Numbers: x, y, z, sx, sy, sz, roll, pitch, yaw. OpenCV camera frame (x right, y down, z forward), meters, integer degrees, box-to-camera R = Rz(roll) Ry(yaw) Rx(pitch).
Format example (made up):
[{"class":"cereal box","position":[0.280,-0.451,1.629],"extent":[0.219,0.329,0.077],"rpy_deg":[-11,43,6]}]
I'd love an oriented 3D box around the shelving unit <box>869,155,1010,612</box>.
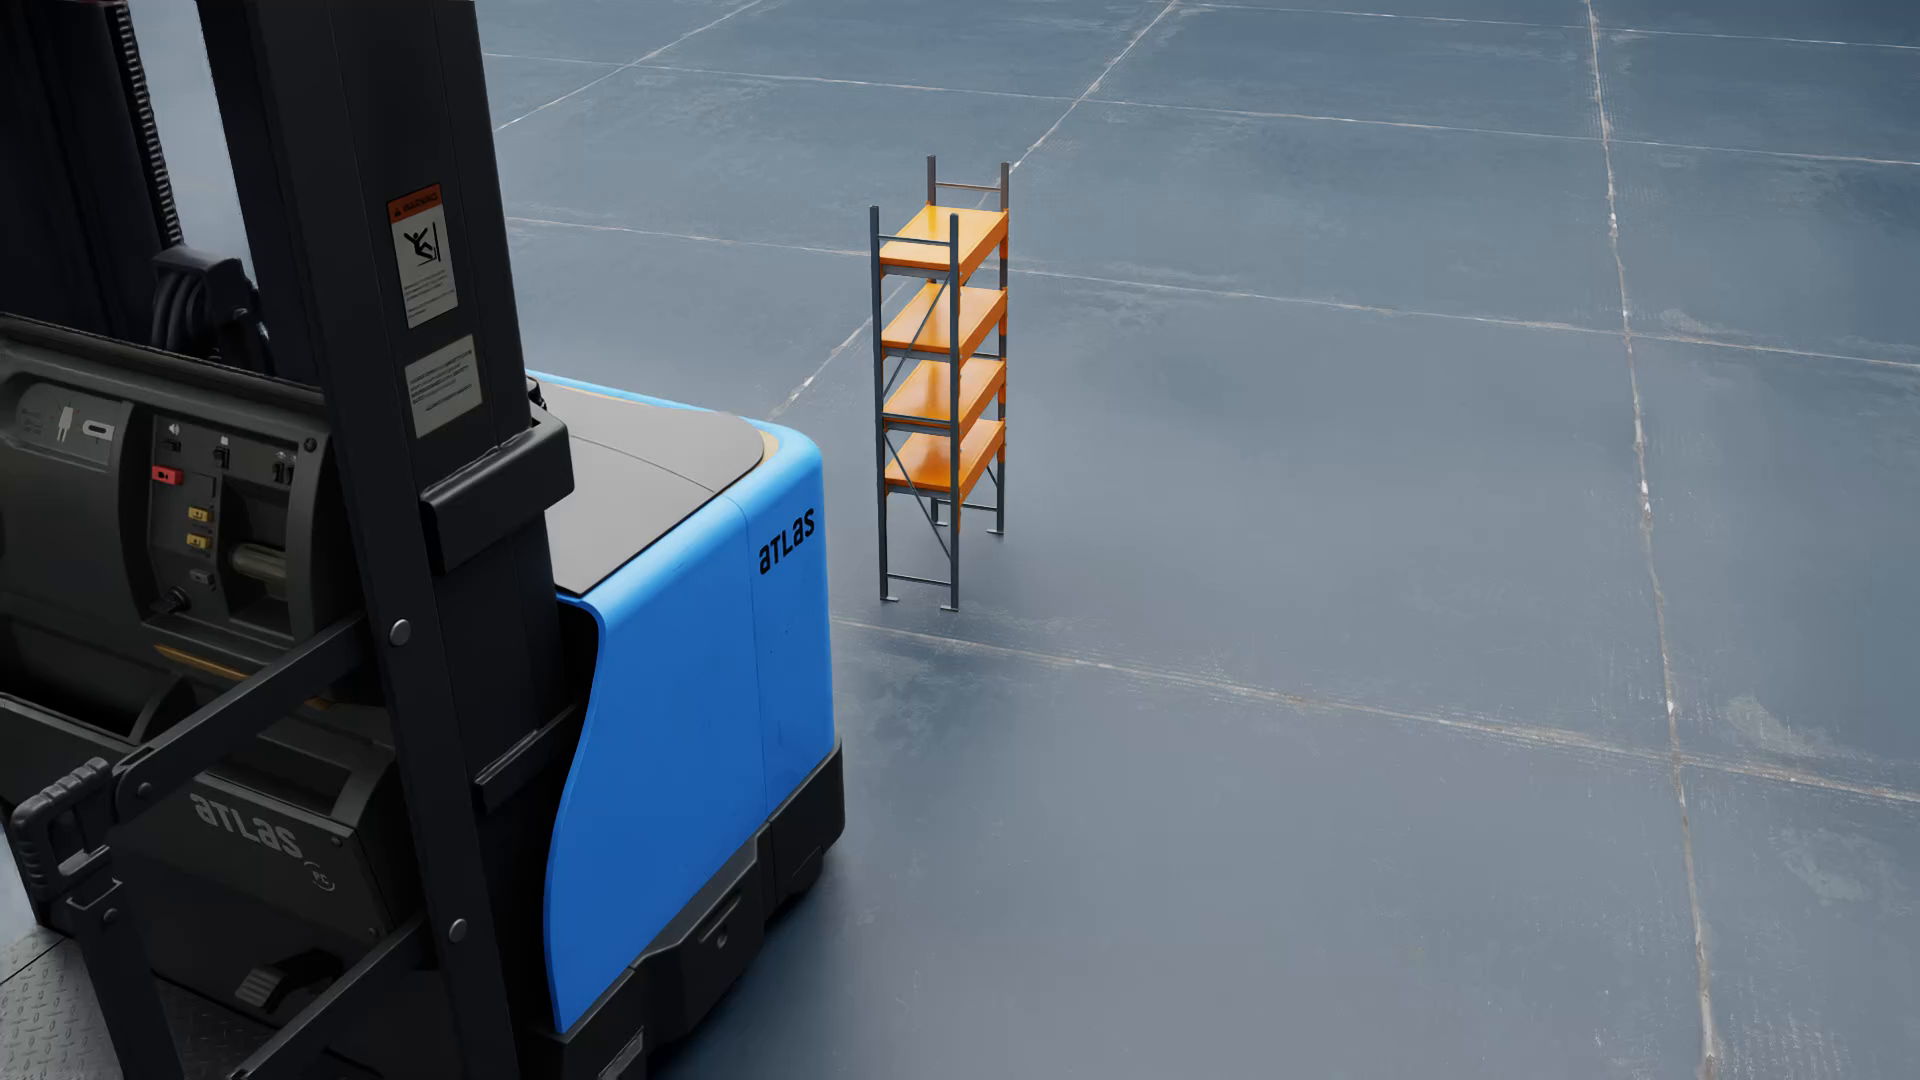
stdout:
[{"class":"shelving unit","position":[-0.049,-0.447,4.820],"extent":[0.258,1.200,0.503],"rpy_deg":[8,30,15]}]

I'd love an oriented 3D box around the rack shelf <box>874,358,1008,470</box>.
[{"class":"rack shelf","position":[-0.049,-0.389,4.853],"extent":[0.258,0.148,0.480],"rpy_deg":[8,30,15]}]

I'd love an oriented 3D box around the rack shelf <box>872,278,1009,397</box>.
[{"class":"rack shelf","position":[-0.049,-0.584,4.744],"extent":[0.258,0.148,0.480],"rpy_deg":[8,30,15]}]

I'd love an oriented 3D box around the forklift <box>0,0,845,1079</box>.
[{"class":"forklift","position":[-1.376,-0.028,2.284],"extent":[1.130,2.935,3.031],"rpy_deg":[14,32,23]}]

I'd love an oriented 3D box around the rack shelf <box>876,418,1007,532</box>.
[{"class":"rack shelf","position":[-0.049,-0.215,4.949],"extent":[0.258,0.148,0.480],"rpy_deg":[8,30,15]}]

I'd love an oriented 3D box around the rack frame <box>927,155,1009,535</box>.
[{"class":"rack frame","position":[0.023,-0.561,5.024],"extent":[0.240,1.200,0.015],"rpy_deg":[8,30,15]}]

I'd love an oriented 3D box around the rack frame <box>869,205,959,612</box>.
[{"class":"rack frame","position":[-0.120,-0.334,4.616],"extent":[0.240,1.200,0.015],"rpy_deg":[8,30,15]}]

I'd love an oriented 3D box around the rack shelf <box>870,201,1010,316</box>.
[{"class":"rack shelf","position":[-0.049,-0.791,4.629],"extent":[0.258,0.148,0.480],"rpy_deg":[8,30,15]}]
